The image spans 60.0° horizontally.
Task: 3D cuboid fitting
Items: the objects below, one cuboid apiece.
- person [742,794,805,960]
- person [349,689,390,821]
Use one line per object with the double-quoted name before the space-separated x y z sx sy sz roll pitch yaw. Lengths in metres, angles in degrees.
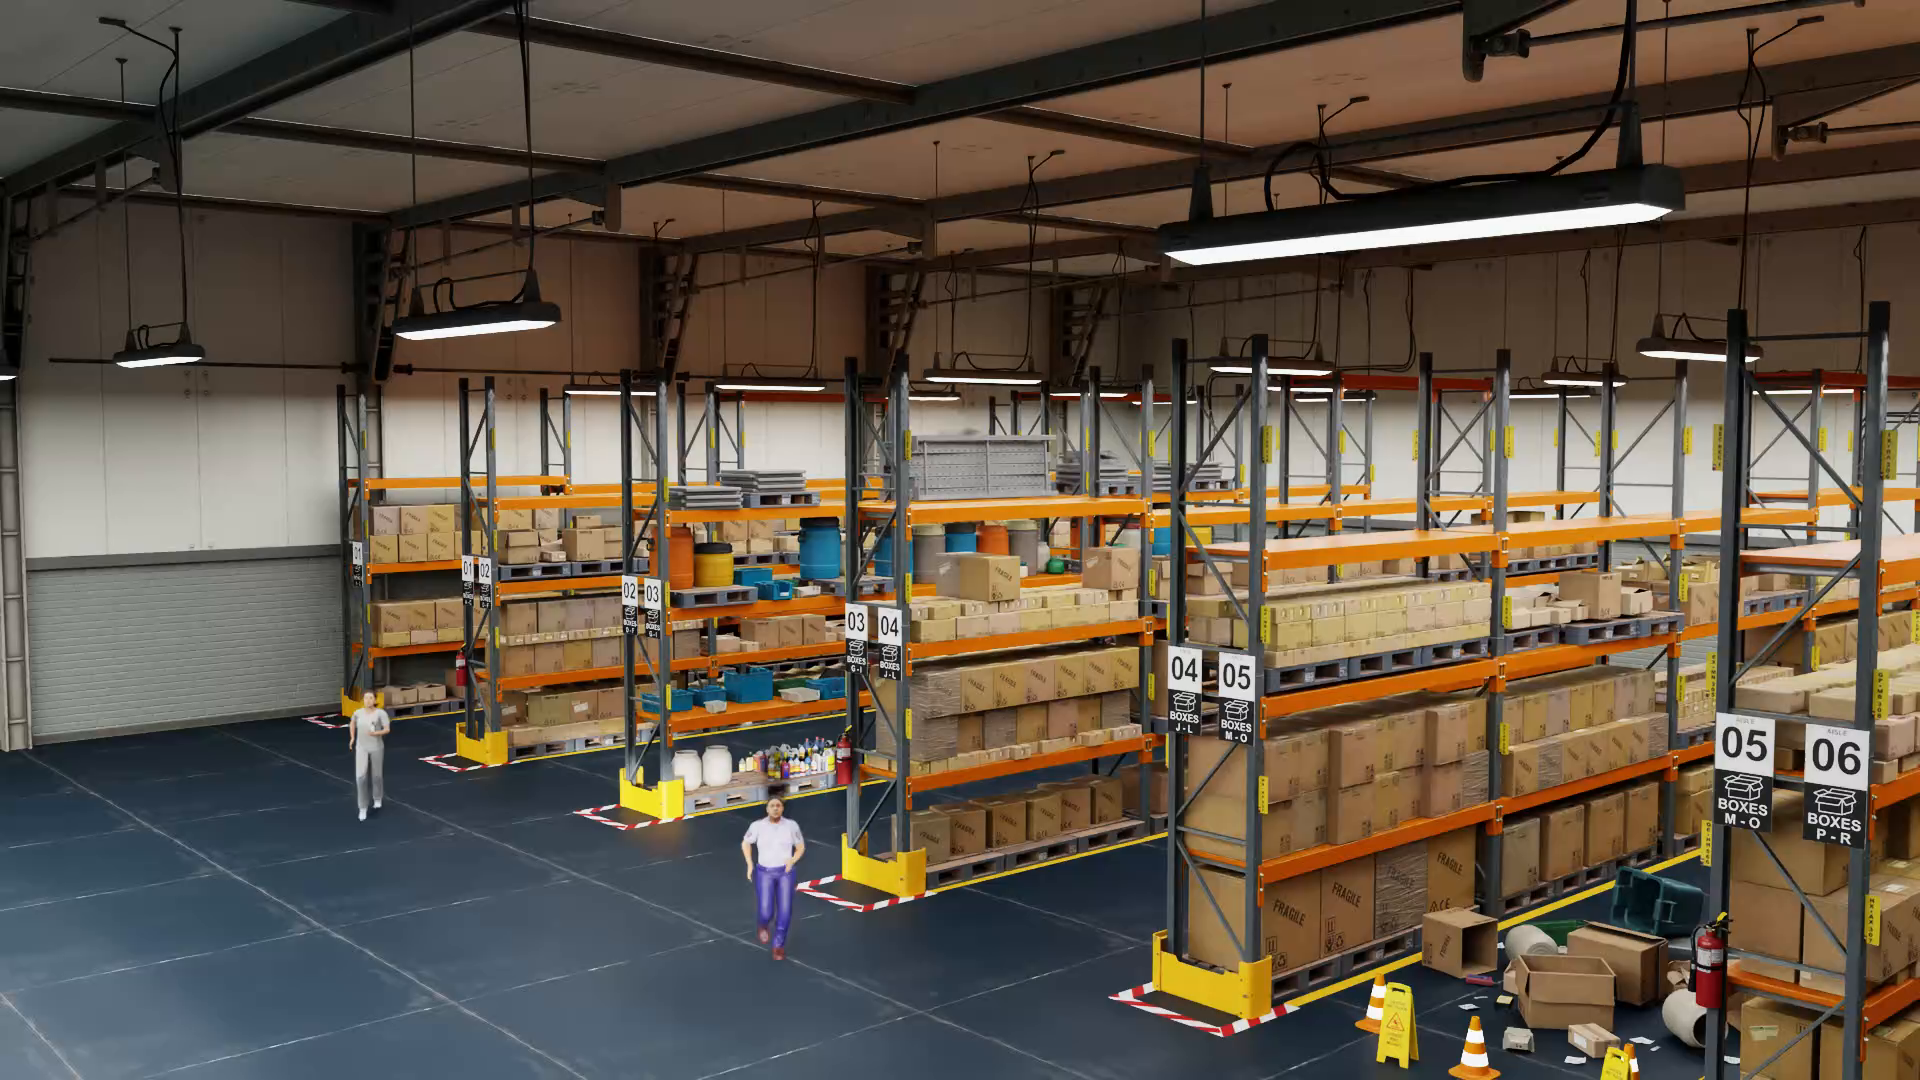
"person" -1.816 3.302 16.298 0.612 1.608 0.551 -1 4 -11
"person" -7.943 2.854 22.395 0.544 1.715 0.761 -1 4 -12
